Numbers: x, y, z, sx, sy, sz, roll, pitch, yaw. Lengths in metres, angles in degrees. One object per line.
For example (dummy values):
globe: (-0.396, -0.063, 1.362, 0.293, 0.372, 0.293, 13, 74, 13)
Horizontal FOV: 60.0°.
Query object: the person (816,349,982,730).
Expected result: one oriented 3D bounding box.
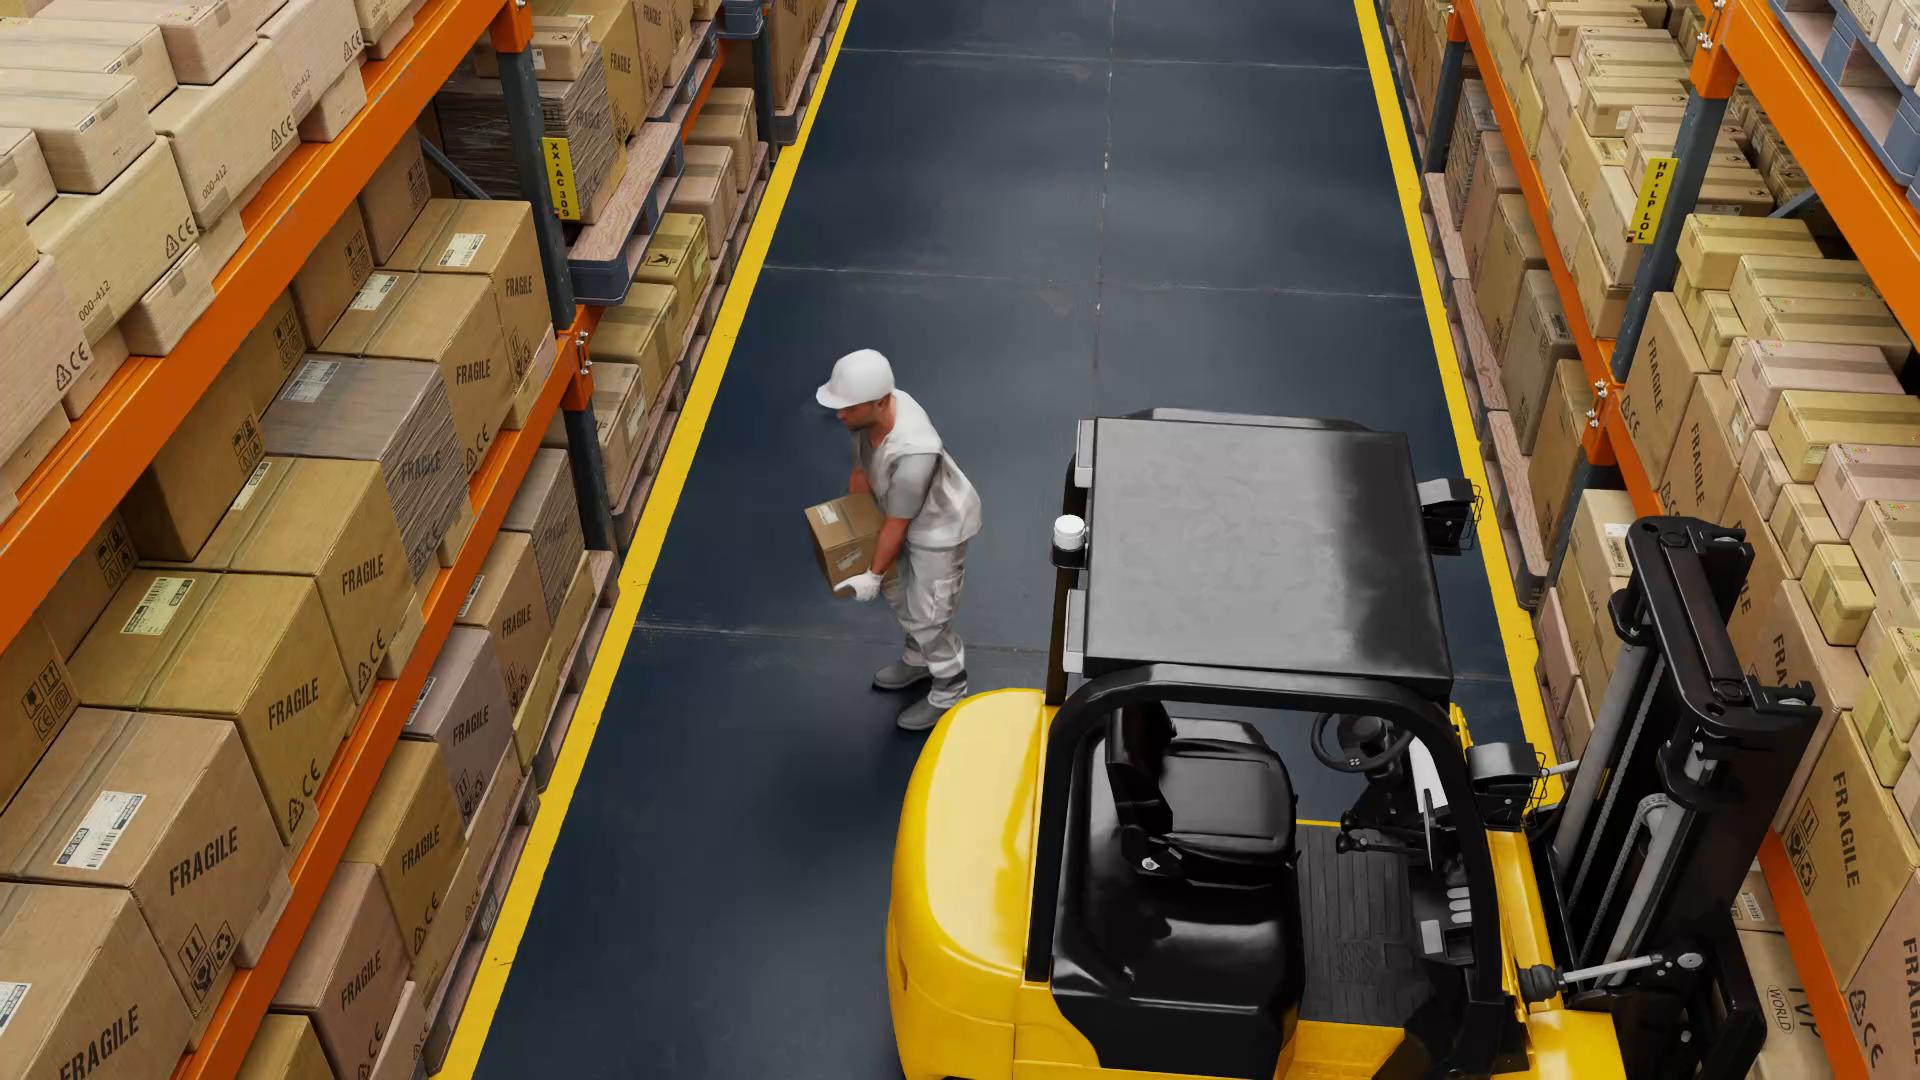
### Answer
person: (-0.228, 0.000, 6.185, 0.609, 1.726, 0.490, -17, 43, -19)
